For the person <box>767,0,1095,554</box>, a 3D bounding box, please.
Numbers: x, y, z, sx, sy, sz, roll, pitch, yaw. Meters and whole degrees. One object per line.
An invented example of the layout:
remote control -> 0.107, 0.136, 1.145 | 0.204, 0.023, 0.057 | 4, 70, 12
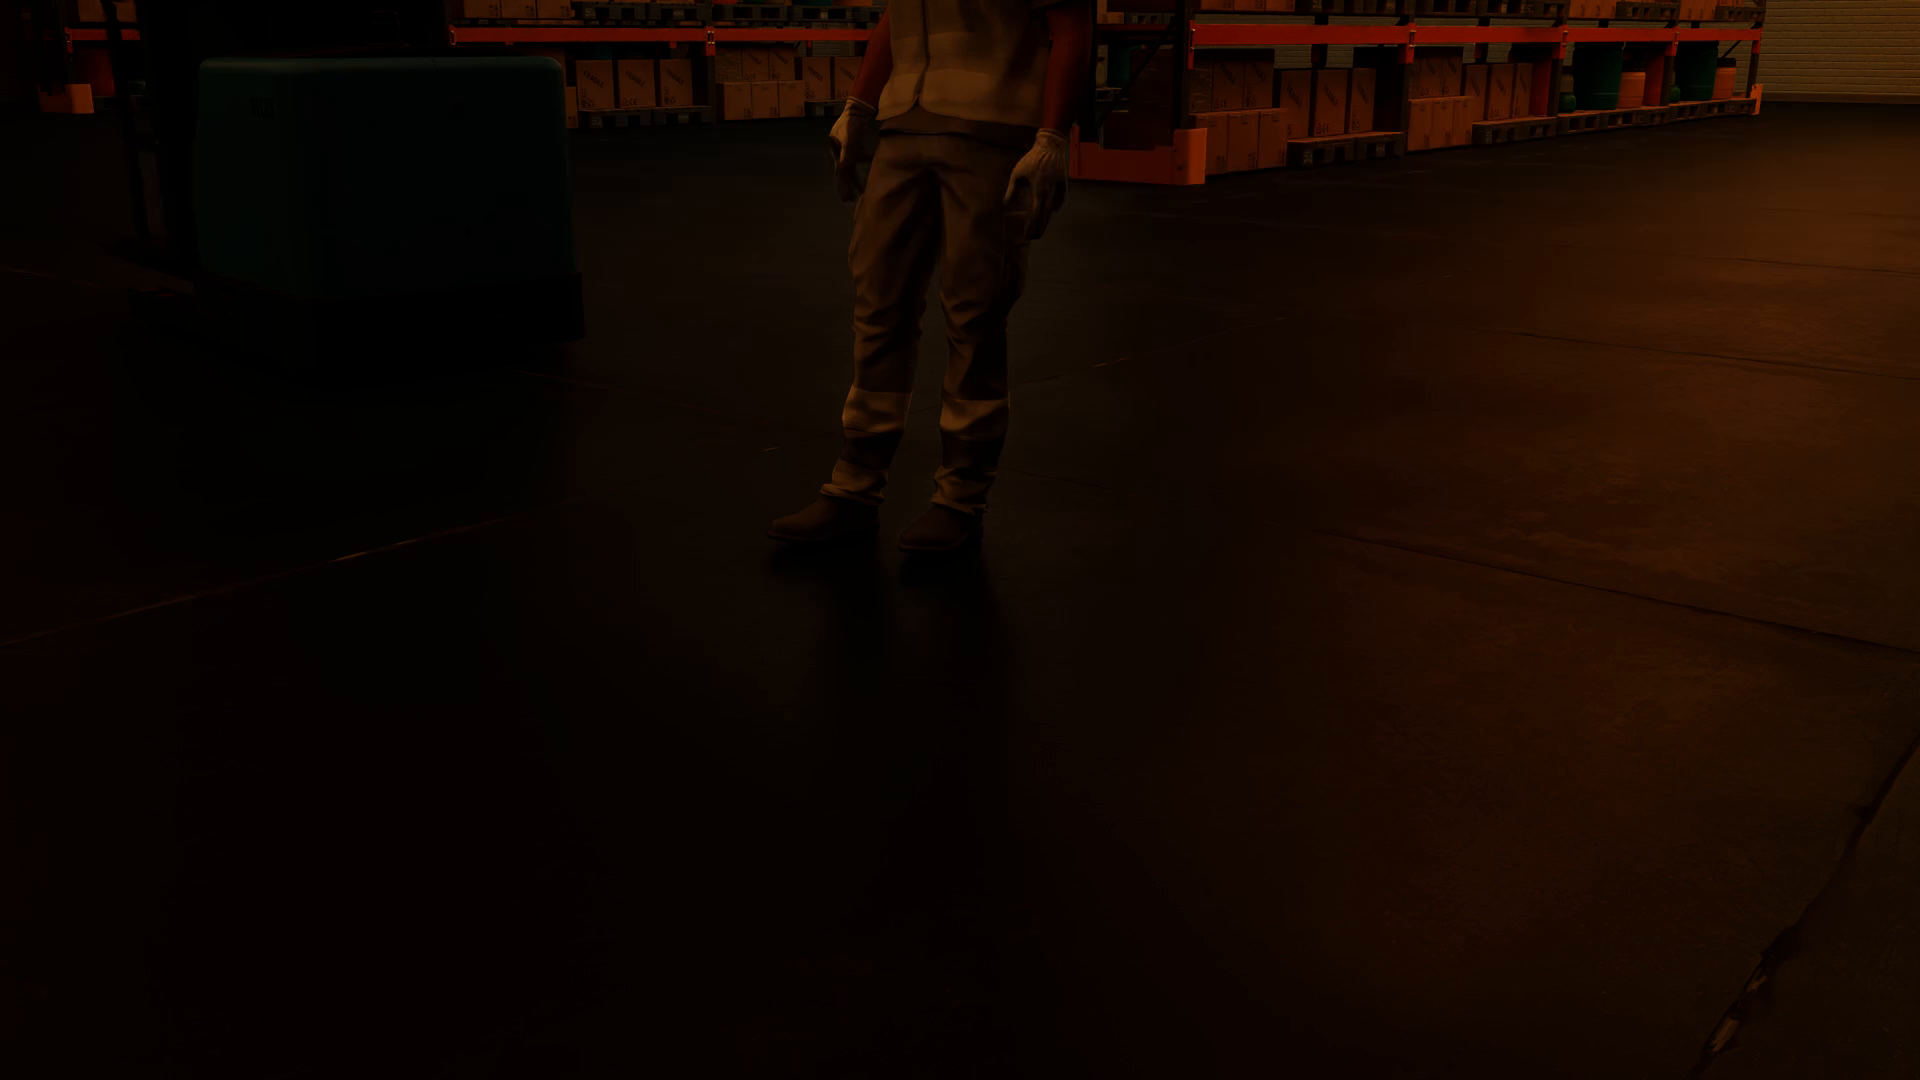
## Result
person -> -0.060, -0.848, 3.628 | 0.637, 1.787, 0.564 | 13, 21, 37

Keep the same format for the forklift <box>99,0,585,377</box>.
forklift -> -2.749, -2.313, 6.514 | 1.130, 2.935, 3.031 | -15, 22, -40
